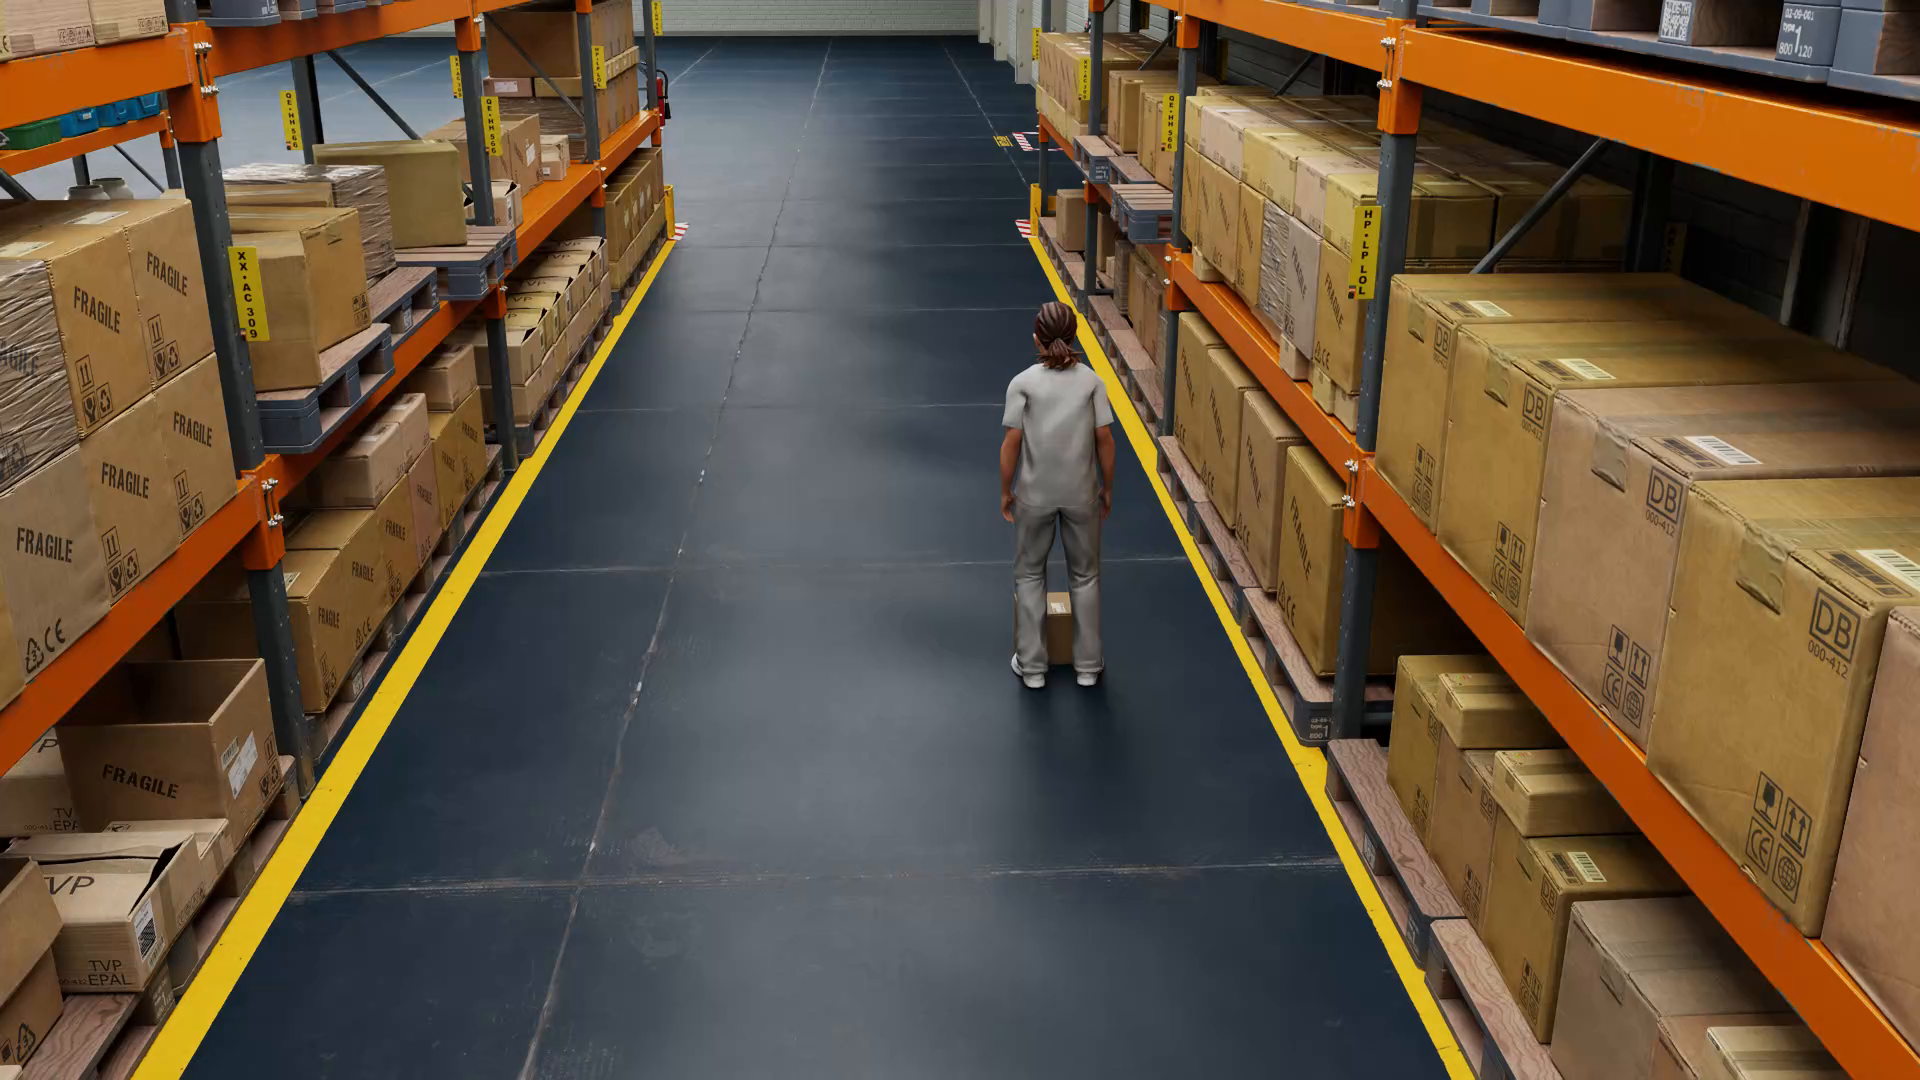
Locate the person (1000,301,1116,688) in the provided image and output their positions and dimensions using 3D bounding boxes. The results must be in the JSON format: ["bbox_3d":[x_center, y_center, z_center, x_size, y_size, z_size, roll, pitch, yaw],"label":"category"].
[{"bbox_3d":[0.408,-0.178,7.056,0.485,1.673,0.360,-1,20,-3],"label":"person"}]
